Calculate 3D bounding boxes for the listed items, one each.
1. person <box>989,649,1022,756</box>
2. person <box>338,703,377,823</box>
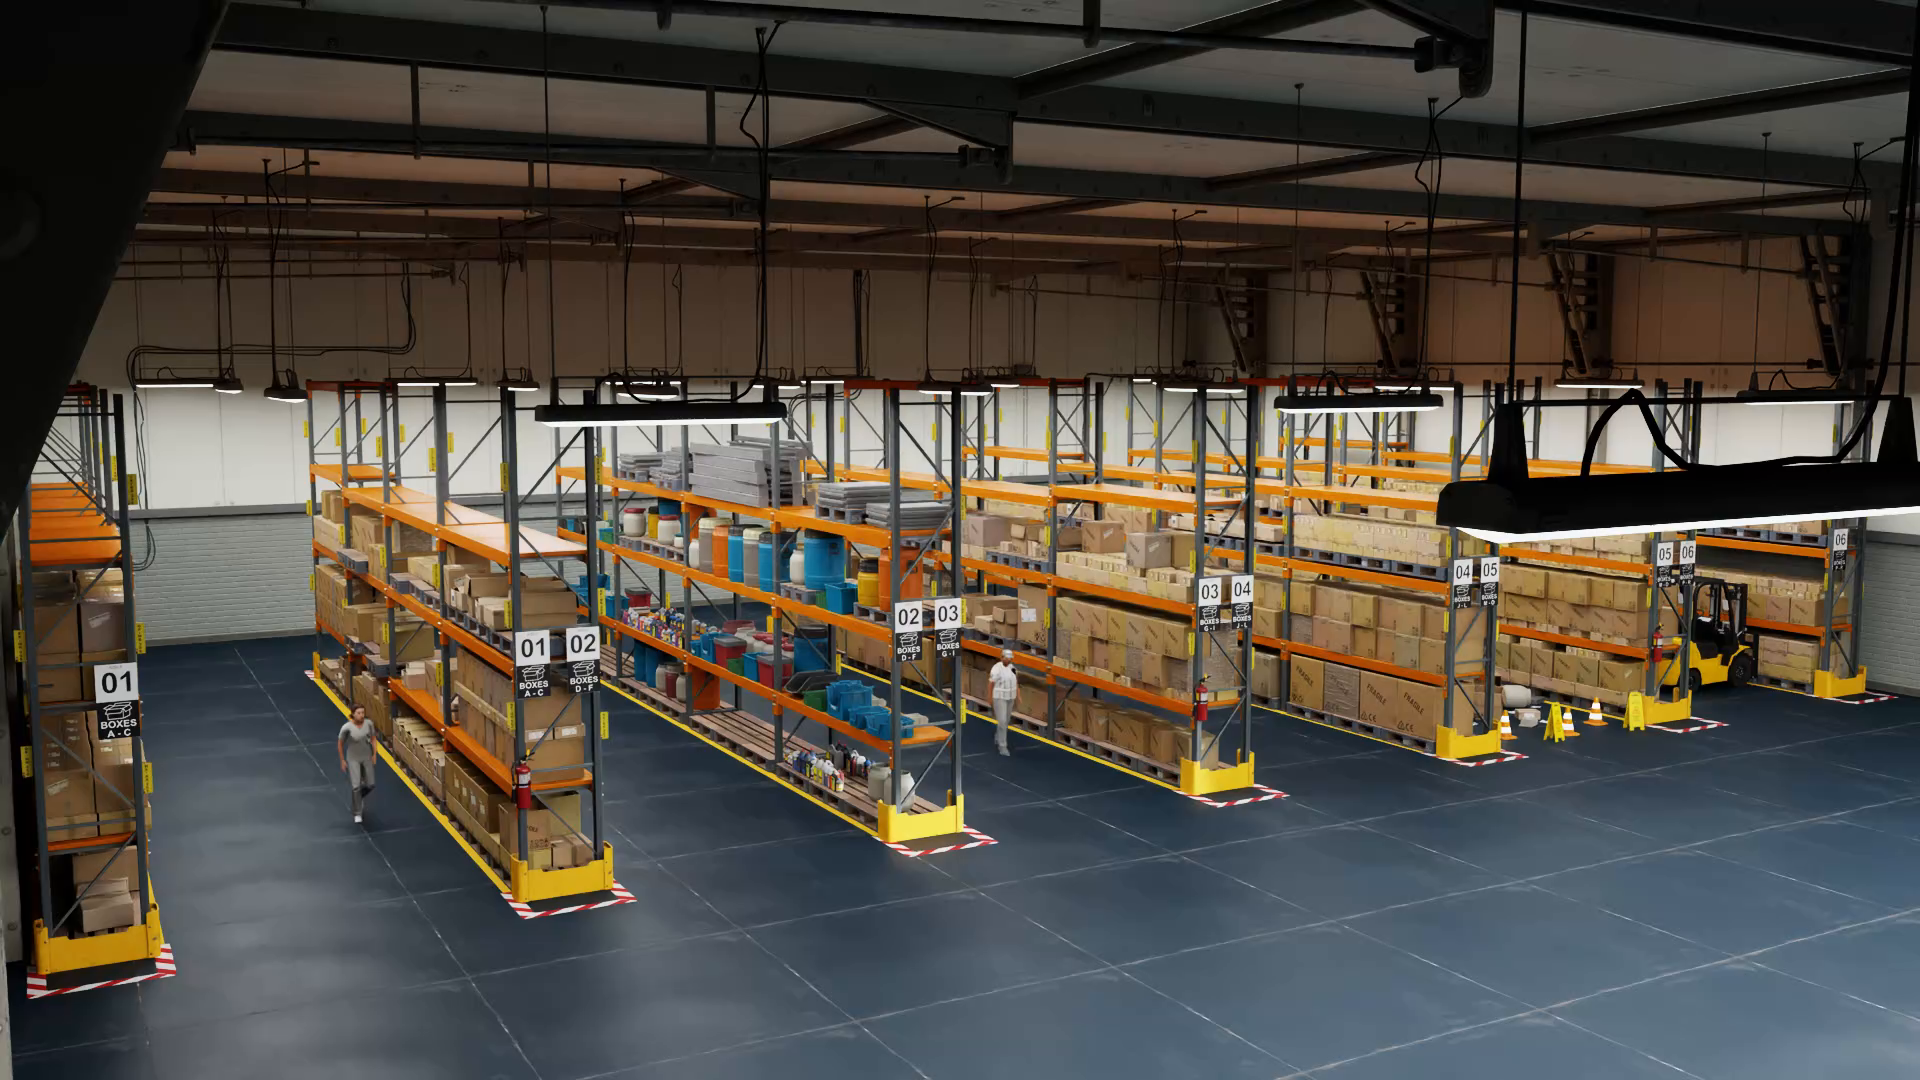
[{"bbox_3d":[0.736,2.623,27.226,0.543,1.674,0.699,-5,8,-40],"label":"person"},{"bbox_3d":[-8.408,3.060,23.162,0.523,1.653,0.640,-5,8,-39],"label":"person"}]
